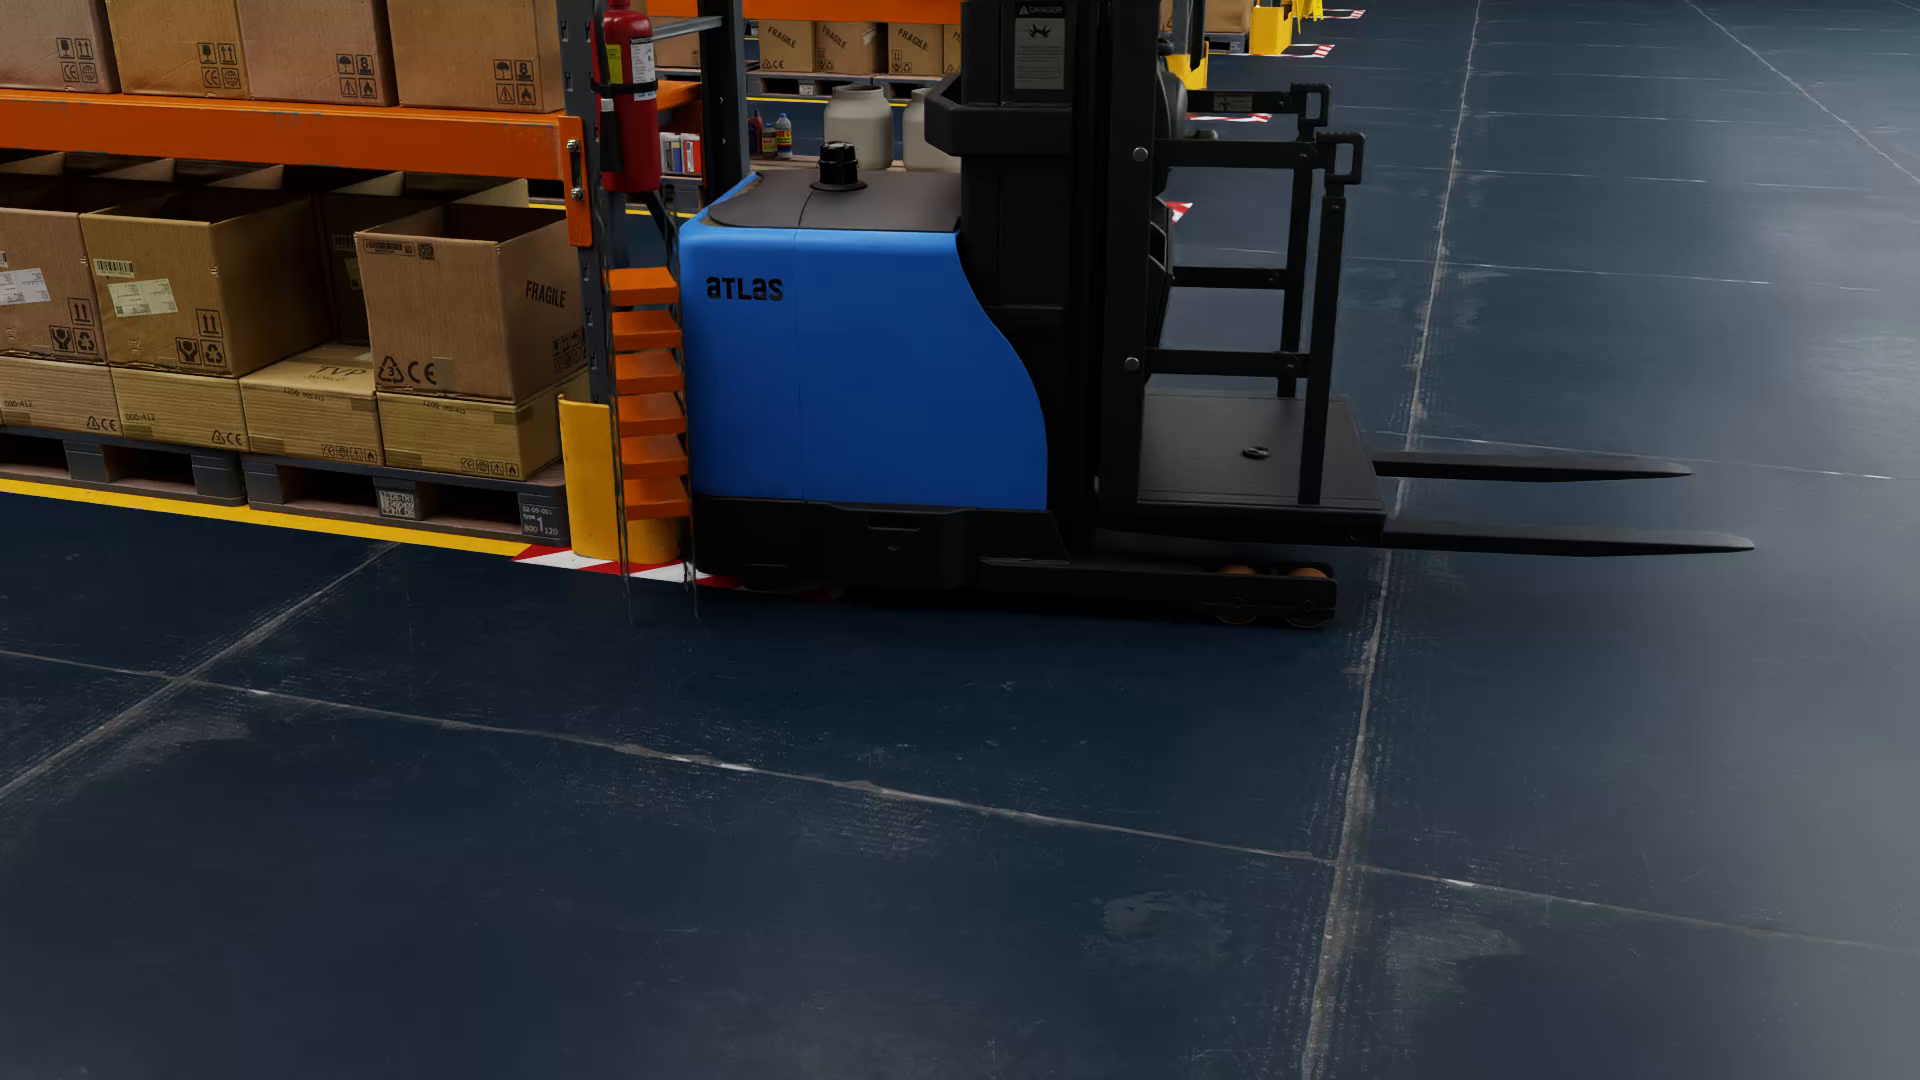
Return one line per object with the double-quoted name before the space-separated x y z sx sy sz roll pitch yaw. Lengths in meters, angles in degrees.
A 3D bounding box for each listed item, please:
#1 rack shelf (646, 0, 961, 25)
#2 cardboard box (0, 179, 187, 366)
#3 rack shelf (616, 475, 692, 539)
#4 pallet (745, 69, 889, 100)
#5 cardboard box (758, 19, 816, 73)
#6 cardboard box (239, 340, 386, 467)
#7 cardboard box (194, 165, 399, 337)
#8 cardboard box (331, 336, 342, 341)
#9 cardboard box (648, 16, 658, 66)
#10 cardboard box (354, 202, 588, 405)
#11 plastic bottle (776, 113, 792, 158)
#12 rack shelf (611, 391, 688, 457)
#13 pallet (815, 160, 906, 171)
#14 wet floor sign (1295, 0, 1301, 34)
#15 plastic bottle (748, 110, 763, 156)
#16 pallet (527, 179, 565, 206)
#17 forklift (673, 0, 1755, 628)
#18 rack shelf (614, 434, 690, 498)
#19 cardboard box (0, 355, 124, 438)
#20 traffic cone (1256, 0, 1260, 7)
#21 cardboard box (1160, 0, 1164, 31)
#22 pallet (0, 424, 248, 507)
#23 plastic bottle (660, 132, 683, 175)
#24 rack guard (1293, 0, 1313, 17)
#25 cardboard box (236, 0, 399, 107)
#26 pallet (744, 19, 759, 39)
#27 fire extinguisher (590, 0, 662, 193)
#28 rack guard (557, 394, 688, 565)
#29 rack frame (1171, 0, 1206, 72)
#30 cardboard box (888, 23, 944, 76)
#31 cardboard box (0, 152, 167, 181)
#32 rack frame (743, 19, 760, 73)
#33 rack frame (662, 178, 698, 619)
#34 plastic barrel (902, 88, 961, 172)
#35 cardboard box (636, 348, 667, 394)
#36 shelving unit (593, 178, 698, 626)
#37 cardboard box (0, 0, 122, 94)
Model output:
"rack shelf" -1.397 -3.224 10.125 4.000 0.370 1.077 7 23 16
"cardboard box" -2.956 -0.917 5.636 0.500 0.500 0.500 7 23 16
"rack shelf" -0.865 -0.104 4.688 0.180 0.103 0.258 -6 23 -16
"pallet" -1.228 -4.225 15.291 1.213 0.211 1.003 7 23 16
"cardboard box" -1.510 -4.555 15.162 0.500 0.500 0.500 6 23 14
"cardboard box" -1.998 -0.462 5.514 0.500 0.250 0.500 7 23 16
"cardboard box" -2.328 -1.051 5.962 0.500 0.500 0.500 7 23 16
"cardboard box" -2.324 -0.708 6.114 0.500 0.250 0.500 7 23 16
"cardboard box" -2.914 -4.757 15.628 0.500 0.500 0.700 6 23 15
"cardboard box" -1.516 -0.758 5.247 0.500 0.500 0.500 7 23 16
"plastic bottle" -1.128 -2.591 10.649 0.097 0.271 0.097 0 22 0
"rack shelf" -0.862 -0.326 4.598 0.180 0.103 0.258 -6 23 -16
"pallet" -0.345 -2.130 10.183 1.213 0.211 1.003 7 23 16
"wet floor sign" 4.077 -6.555 20.400 0.232 0.644 0.267 3 22 6
"plastic bottle" -1.340 -2.628 10.723 0.133 0.283 0.061 7 23 16
"pallet" -2.681 -2.397 10.835 1.213 0.211 1.003 7 23 16
"forklift" 0.752 -1.322 4.631 3.031 2.935 1.130 3 22 6
"rack shelf" -0.864 -0.215 4.643 0.180 0.103 0.258 -6 23 -16
"cardboard box" -2.955 -0.572 5.781 0.500 0.250 0.500 7 23 16
"traffic cone" 4.026 -7.142 22.072 0.334 0.463 0.336 7 23 16
"cardboard box" 1.966 -6.285 18.887 0.875 0.875 0.875 6 23 15
"pallet" -2.825 -0.451 6.091 1.213 0.211 1.003 7 23 15
"plastic bottle" -1.734 -2.376 10.118 0.135 0.276 0.152 6 23 14
"rack guard" 4.738 -7.589 23.113 0.348 0.500 1.175 7 23 16
"cardboard box" -1.864 -1.696 5.320 0.500 0.500 0.700 7 23 17
"pallet" -2.284 -6.267 20.269 1.213 0.211 1.003 7 23 16
"fire extinguisher" -0.938 -1.321 4.639 0.183 0.674 0.296 7 23 16
"rack guard" -0.894 -0.379 5.535 0.348 0.500 1.175 7 23 16
"rack frame" 1.948 -5.137 13.841 0.127 3.000 1.000 7 23 16
"cardboard box" -0.342 -4.455 14.919 0.500 0.500 0.500 4 23 11
"cardboard box" -3.284 -1.162 6.231 0.500 0.500 0.500 7 23 16
"rack frame" -1.881 -5.575 14.910 0.127 3.000 1.000 7 23 16
"rack frame" -0.774 -0.376 4.606 0.006 1.200 0.240 -6 23 -16
"plastic barrel" -0.135 -2.425 9.954 0.421 0.512 0.421 0 22 0
"cardboard box" -1.366 -0.600 5.850 0.500 0.250 0.500 7 23 16
"shelving unit" -0.862 -0.367 4.581 0.189 1.200 0.258 -6 23 -16
"cardboard box" -2.843 -1.809 5.596 0.500 0.500 0.700 7 23 17
